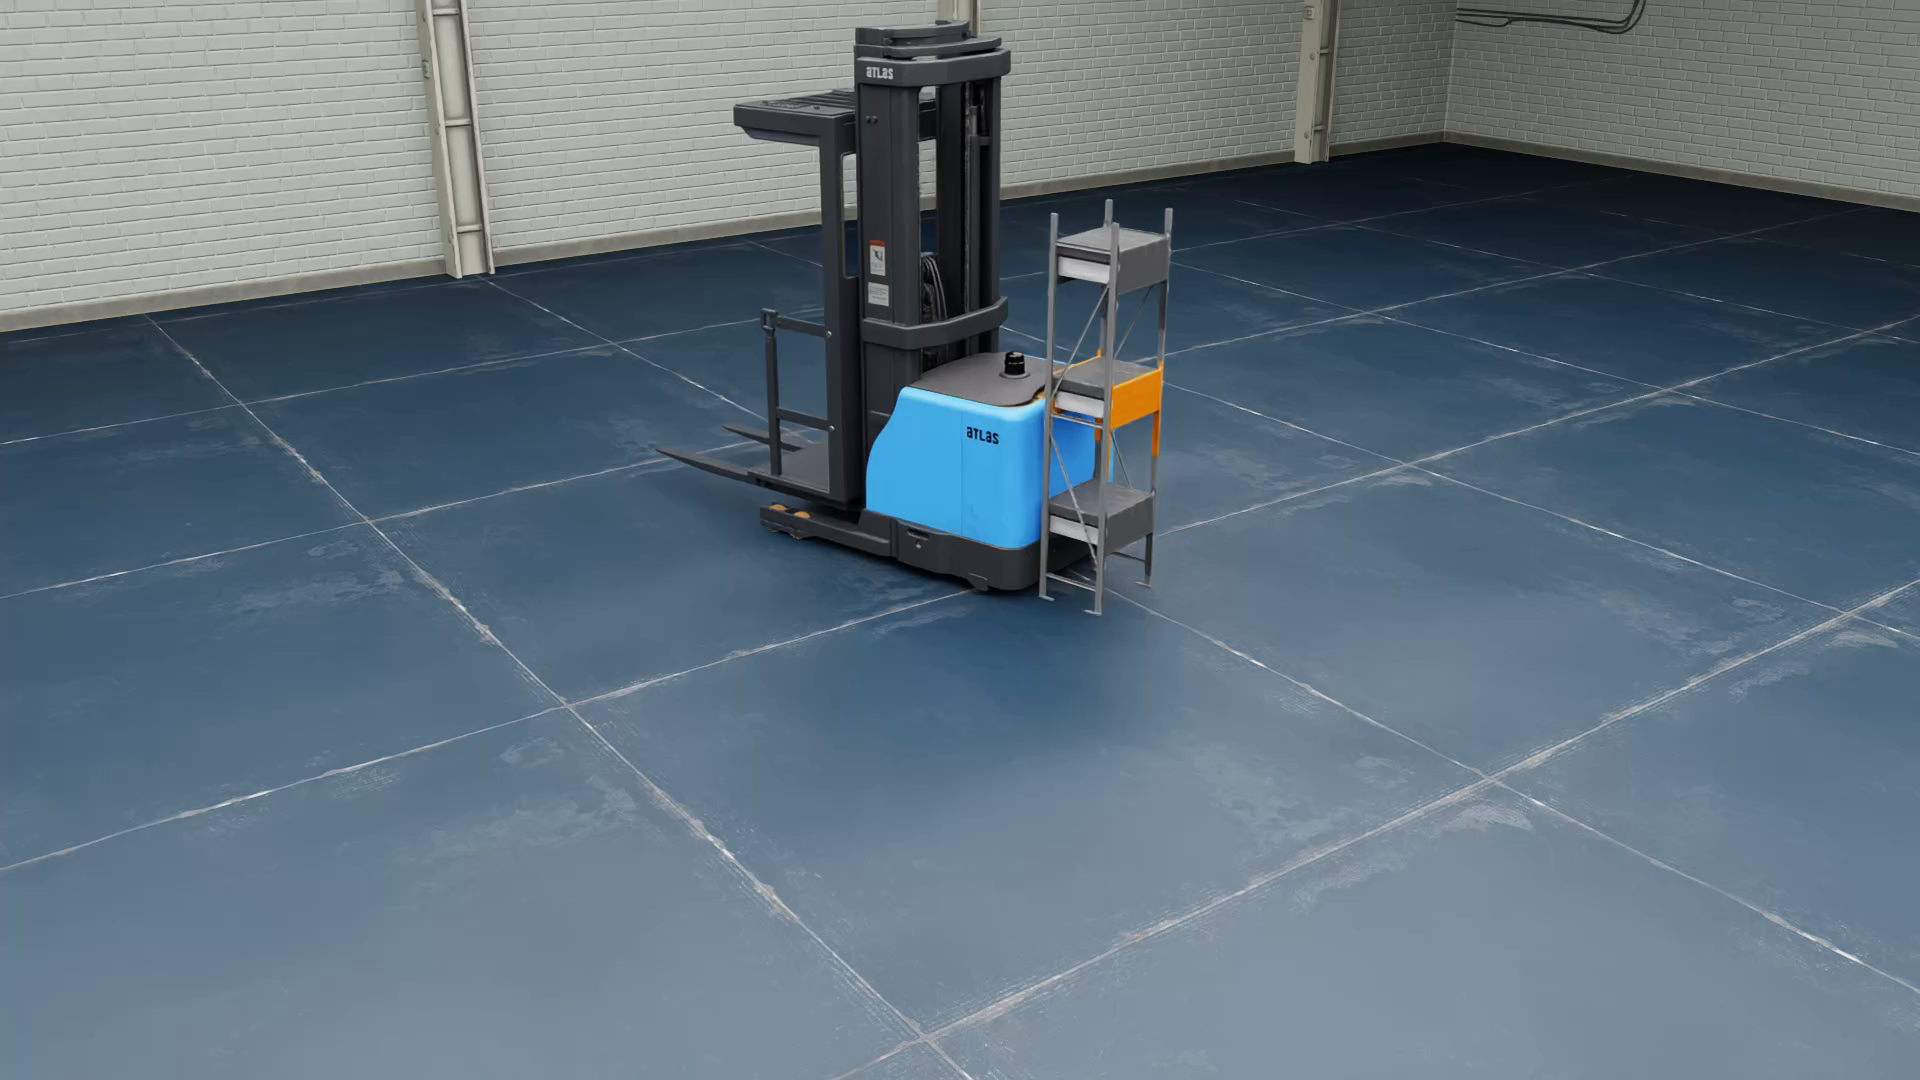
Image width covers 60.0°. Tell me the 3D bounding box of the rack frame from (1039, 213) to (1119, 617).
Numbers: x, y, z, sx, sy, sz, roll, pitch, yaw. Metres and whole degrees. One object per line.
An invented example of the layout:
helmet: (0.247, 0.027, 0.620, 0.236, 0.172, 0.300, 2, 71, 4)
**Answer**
rack frame: (0.604, -0.614, 8.593, 0.400, 2.100, 0.015, 17, 28, 35)

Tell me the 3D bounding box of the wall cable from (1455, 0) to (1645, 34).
wall cable: (8.029, -8.236, 22.585, 0.112, 2.526, 3.097, -15, 26, -33)

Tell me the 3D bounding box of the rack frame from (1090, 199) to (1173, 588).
rack frame: (0.909, -0.755, 8.947, 0.400, 2.100, 0.015, 17, 28, 35)

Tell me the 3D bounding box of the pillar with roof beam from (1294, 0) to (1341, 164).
pillar with roof beam: (7.379, -8.143, 18.162, 0.400, 9.000, 9.100, -15, 26, -33)

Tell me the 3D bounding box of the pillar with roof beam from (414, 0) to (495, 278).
pillar with roof beam: (-2.362, -5.546, 11.653, 0.400, 9.000, 9.100, -15, 26, -33)

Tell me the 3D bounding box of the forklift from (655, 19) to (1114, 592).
forklift: (-0.580, -1.502, 9.706, 3.031, 2.935, 1.130, 16, 27, 35)

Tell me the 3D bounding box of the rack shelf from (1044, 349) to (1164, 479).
rack shelf: (0.757, -0.672, 8.775, 0.431, 0.518, 0.480, 17, 28, 35)

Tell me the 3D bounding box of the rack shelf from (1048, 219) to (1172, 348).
rack shelf: (0.764, -1.320, 8.511, 0.431, 0.518, 0.480, 17, 28, 35)

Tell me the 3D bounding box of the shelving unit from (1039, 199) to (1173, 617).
shelving unit: (0.757, -0.684, 8.770, 0.431, 2.100, 0.503, 17, 28, 35)

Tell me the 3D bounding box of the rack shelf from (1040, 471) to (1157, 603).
rack shelf: (0.750, -0.024, 9.040, 0.431, 0.518, 0.480, 17, 28, 35)

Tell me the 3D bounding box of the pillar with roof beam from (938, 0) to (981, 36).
pillar with roof beam: (2.509, -6.845, 14.908, 0.400, 9.000, 9.100, -15, 26, -33)
